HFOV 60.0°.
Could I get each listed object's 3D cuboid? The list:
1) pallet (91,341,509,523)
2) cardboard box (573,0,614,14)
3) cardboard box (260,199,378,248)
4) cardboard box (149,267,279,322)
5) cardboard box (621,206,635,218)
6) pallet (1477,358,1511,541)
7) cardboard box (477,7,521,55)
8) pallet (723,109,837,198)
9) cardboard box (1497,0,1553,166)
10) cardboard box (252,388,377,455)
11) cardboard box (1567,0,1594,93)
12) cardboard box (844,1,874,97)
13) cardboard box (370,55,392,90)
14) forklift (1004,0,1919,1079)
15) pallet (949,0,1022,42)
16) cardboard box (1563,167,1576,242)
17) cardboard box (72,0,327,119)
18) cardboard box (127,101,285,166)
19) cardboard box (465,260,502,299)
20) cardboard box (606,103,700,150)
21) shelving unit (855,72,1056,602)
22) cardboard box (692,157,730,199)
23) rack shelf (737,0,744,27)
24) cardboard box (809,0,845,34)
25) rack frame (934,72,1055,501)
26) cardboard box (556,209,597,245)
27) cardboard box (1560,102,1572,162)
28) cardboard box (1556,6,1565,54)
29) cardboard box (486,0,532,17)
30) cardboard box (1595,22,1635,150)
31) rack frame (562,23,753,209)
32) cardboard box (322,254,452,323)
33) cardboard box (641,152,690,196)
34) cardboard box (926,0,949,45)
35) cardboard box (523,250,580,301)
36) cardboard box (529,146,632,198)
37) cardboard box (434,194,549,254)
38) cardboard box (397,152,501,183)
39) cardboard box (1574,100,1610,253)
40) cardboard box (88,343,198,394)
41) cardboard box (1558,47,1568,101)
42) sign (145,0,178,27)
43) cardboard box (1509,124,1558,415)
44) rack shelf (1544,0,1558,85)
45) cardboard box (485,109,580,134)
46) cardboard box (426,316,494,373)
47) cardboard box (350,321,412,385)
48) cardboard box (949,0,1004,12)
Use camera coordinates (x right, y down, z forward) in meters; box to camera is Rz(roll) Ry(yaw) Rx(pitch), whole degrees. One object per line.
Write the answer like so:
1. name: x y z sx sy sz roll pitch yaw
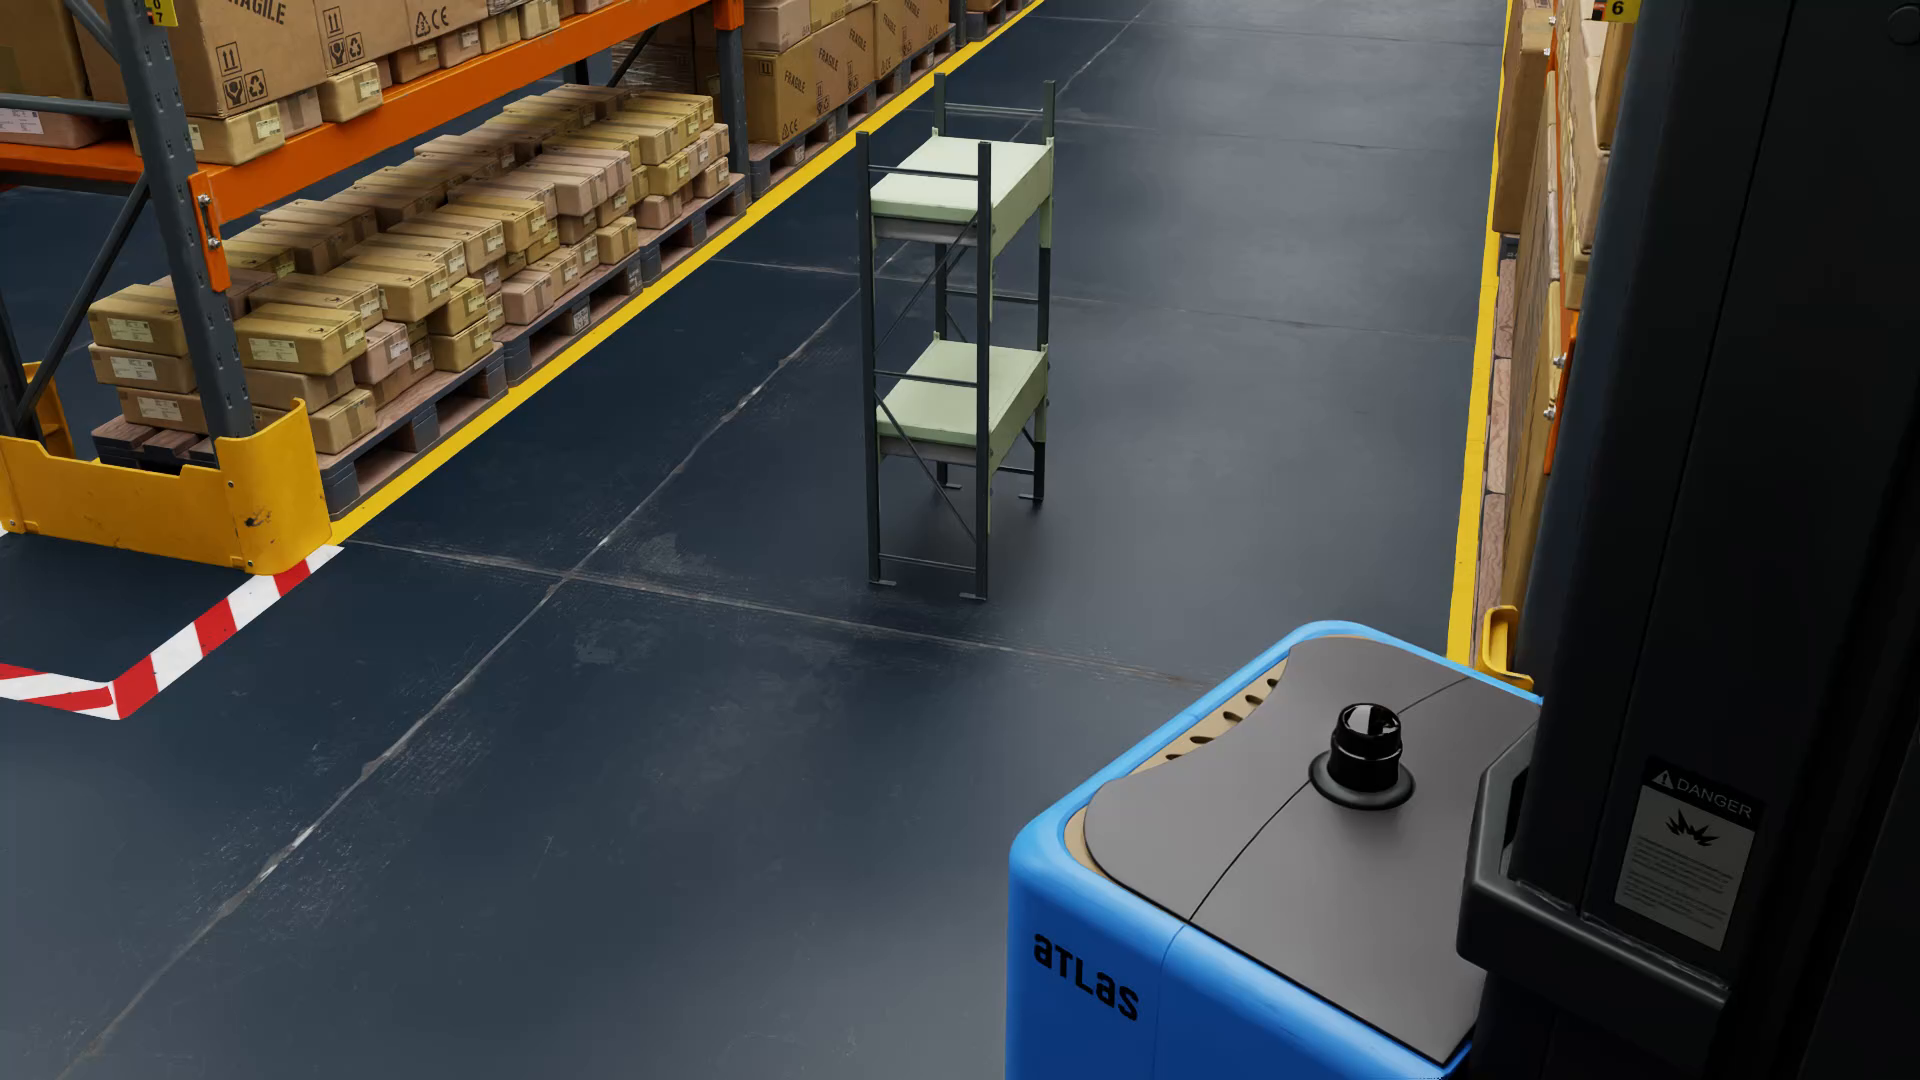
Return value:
1. pallet: -2.501 -0.500 6.432 1.003 0.211 1.213 8 30 15
2. cardboard box: -1.739 -2.396 7.230 0.380 0.149 0.250 7 30 13
3. cardboard box: -2.637 -1.282 6.858 0.380 0.149 0.250 10 31 17
4. cardboard box: -2.754 -0.899 6.170 0.380 0.149 0.250 9 30 16
5. cardboard box: -1.776 -1.531 7.917 0.380 0.149 0.250 8 30 14
6. pallet: 2.436 -0.286 6.046 1.003 0.211 1.213 8 30 15
7. cardboard box: -1.978 -2.037 6.585 0.380 0.149 0.250 10 30 17
8. pallet: -1.394 -2.313 9.691 1.003 0.211 1.213 8 30 15
9. cardboard box: 3.521 -2.386 8.707 1.225 0.875 0.875 7 30 13
10. cardboard box: -2.336 -0.446 5.968 0.380 0.149 0.250 9 30 16
11. cardboard box: 2.252 -1.599 5.386 0.500 0.250 0.500 9 30 15
12. cardboard box: -0.857 -3.058 10.301 0.500 0.500 0.500 9 30 16
13. cardboard box: -2.277 -1.687 5.955 0.380 0.149 0.250 10 31 17
14. forklift: 1.491 0.448 1.930 3.031 2.935 1.130 24 37 36
15. pallet: -0.144 -4.166 13.021 1.003 0.211 1.213 8 30 15
16. cardboard box: 1.856 -0.897 4.535 0.380 0.149 0.250 9 30 15
17. cardboard box: -2.400 -1.654 5.229 0.500 0.500 0.500 10 31 17
18. cardboard box: -2.387 -1.305 5.269 0.380 0.149 0.250 8 30 14
19. cardboard box: -2.109 -1.072 6.786 0.380 0.149 0.250 7 30 12
20. cardboard box: -1.514 -2.041 8.221 0.380 0.149 0.250 9 30 15
21. shelving unit: 0.002 -0.659 5.391 0.431 1.500 0.755 8 30 15
22. cardboard box: -1.411 -1.877 8.539 0.380 0.149 0.250 9 30 16
23. rack shelf: -1.034 -3.785 10.208 1.077 0.370 4.000 8 30 15
24. cardboard box: -0.998 -3.142 9.681 0.500 0.250 0.500 9 30 16
25. rack frame: 0.109 -0.829 5.697 0.400 1.500 0.023 8 30 15
26. cardboard box: -1.861 -1.446 7.458 0.380 0.149 0.250 7 30 12
27. cardboard box: 2.080 -1.254 5.178 0.380 0.149 0.250 9 30 15
28. cardboard box: 2.532 -1.971 6.466 0.380 0.149 0.250 9 30 17
29. cardboard box: -1.967 -2.370 6.516 0.500 0.500 0.500 8 30 14
30. cardboard box: 1.808 -1.212 3.921 0.500 0.500 0.500 9 30 15
31. rack frame: -1.621 -3.170 8.363 1.000 3.000 0.127 8 30 15
32. cardboard box: -2.155 -0.948 6.257 0.380 0.149 0.250 8 30 15
33. cardboard box: -1.539 -1.791 8.079 0.380 0.149 0.250 7 30 13
34. cardboard box: -0.391 -3.777 11.593 0.500 0.500 0.500 8 30 15
35. cardboard box: -1.895 -1.167 7.263 0.380 0.149 0.250 9 30 15
36. cardboard box: -1.722 -1.675 7.565 0.380 0.149 0.250 7 30 12
37. cardboard box: -1.950 -1.318 6.922 0.380 0.149 0.250 9 30 16
38. cardboard box: -2.294 -1.623 7.471 0.380 0.149 0.250 7 30 13
39. cardboard box: 1.805 -0.884 4.101 0.500 0.250 0.500 8 30 14
40. cardboard box: -2.914 -0.665 6.054 0.380 0.149 0.250 8 30 14
41. cardboard box: 2.306 -1.613 5.822 0.380 0.149 0.250 9 30 15
42. sign: -2.277 -1.612 4.672 0.100 0.325 0.005 8 30 15
43. cardboard box: 2.556 -0.957 6.138 0.875 0.875 0.875 8 30 15
44. rack shelf: 3.677 -3.030 8.852 1.077 0.370 4.000 8 30 15
45. cardboard box: -2.085 -1.993 8.136 0.380 0.149 0.250 8 30 14
46. cardboard box: -2.091 -0.799 6.602 0.380 0.149 0.250 9 30 15
47. cardboard box: -2.262 -0.705 6.126 0.380 0.149 0.250 8 30 15
48. cardboard box: -0.183 -4.499 12.635 1.050 0.750 0.750 8 30 14
